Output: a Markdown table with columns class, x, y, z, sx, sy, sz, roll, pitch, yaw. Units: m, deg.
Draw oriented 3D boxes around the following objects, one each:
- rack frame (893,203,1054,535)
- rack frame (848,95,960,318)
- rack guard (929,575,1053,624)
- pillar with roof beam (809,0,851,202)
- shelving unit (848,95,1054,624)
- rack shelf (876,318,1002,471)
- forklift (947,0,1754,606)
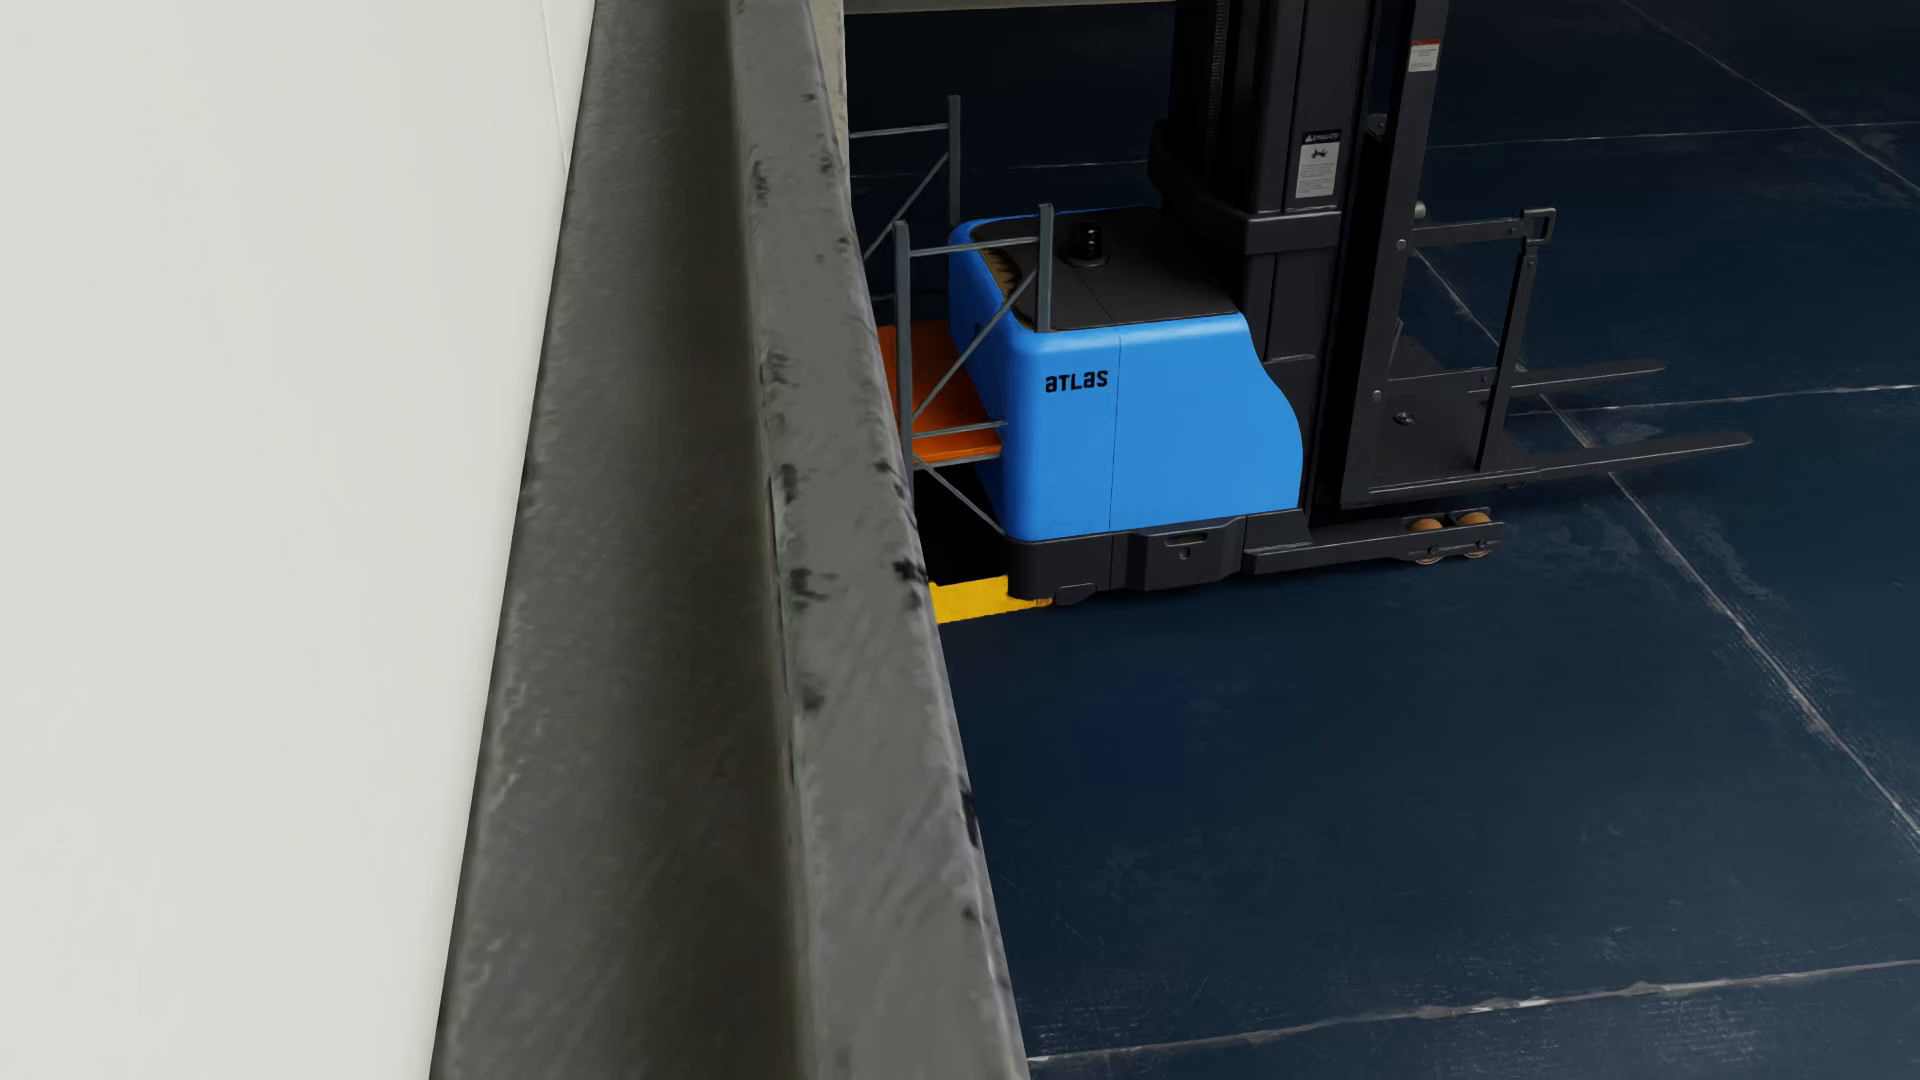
| class | x | y | z | sx | sy | sz | roll | pitch | yaw |
| --- | --- | --- | --- | --- | --- | --- | --- | --- | --- |
| rack frame | 0.041 | -0.367 | 5.456 | 0.500 | 1.500 | 0.032 | -9 | 35 | -13 |
| rack frame | -0.243 | -0.916 | 6.263 | 0.500 | 1.500 | 0.032 | -9 | 35 | -13 |
| rack guard | 0.041 | 0.149 | 5.809 | 0.587 | 0.250 | 0.087 | -9 | 35 | -13 |
| pillar with roof beam | 3.909 | -2.664 | 2.168 | 9.100 | 9.000 | 0.400 | -4 | 35 | -6 |
| shelving unit | -0.098 | -0.637 | 5.852 | 0.587 | 1.500 | 1.083 | -9 | 35 | -13 |
| rack shelf | -0.101 | -0.493 | 5.960 | 0.538 | 0.185 | 1.000 | -9 | 35 | -13 |
| forklift | 1.518 | -1.405 | 5.708 | 3.031 | 2.935 | 1.130 | -7 | 35 | -11 |
